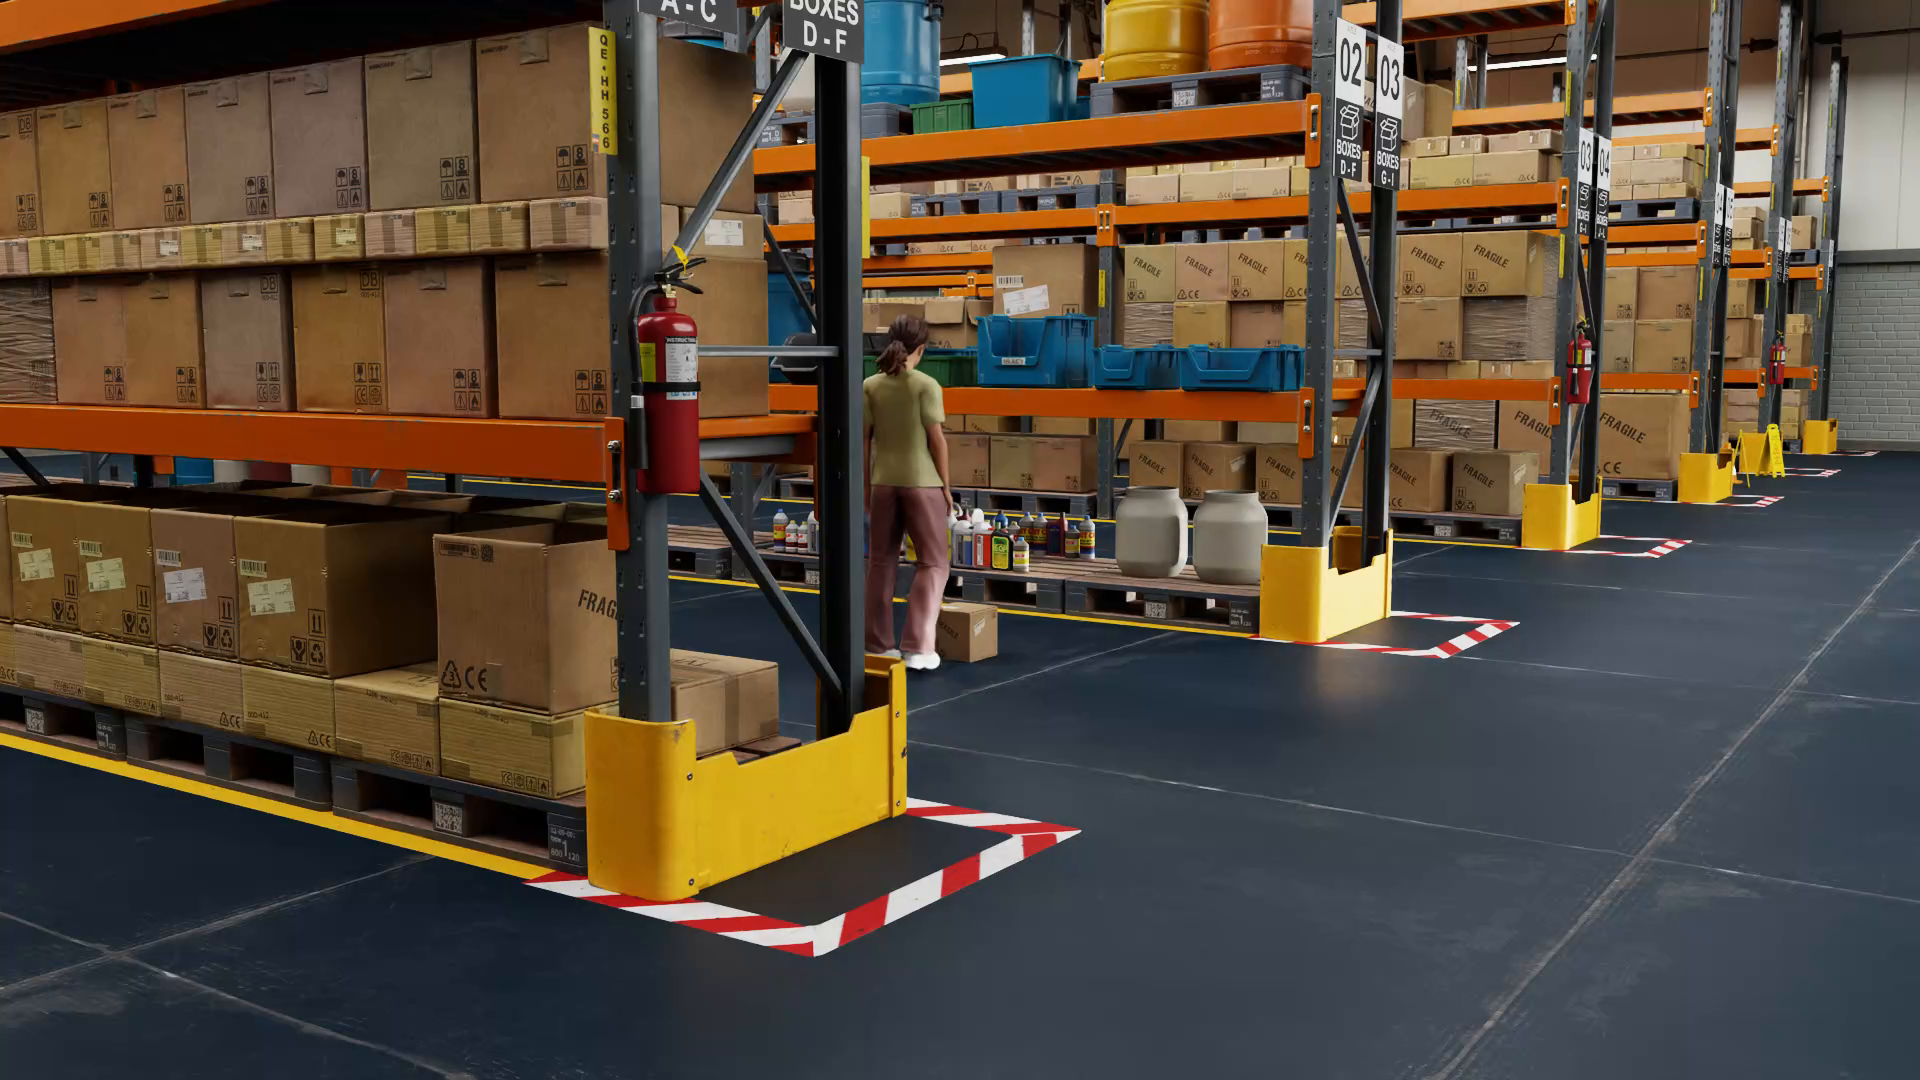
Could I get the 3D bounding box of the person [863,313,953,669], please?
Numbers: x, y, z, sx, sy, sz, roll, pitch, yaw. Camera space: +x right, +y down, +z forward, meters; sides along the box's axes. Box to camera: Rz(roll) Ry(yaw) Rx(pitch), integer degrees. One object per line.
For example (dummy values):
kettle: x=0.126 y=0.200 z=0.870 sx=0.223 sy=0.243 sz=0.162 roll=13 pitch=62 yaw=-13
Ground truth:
person: x=-0.255 y=-0.214 z=7.830 sx=0.474 sy=1.690 sz=0.470 roll=3 pitch=7 yaw=27
